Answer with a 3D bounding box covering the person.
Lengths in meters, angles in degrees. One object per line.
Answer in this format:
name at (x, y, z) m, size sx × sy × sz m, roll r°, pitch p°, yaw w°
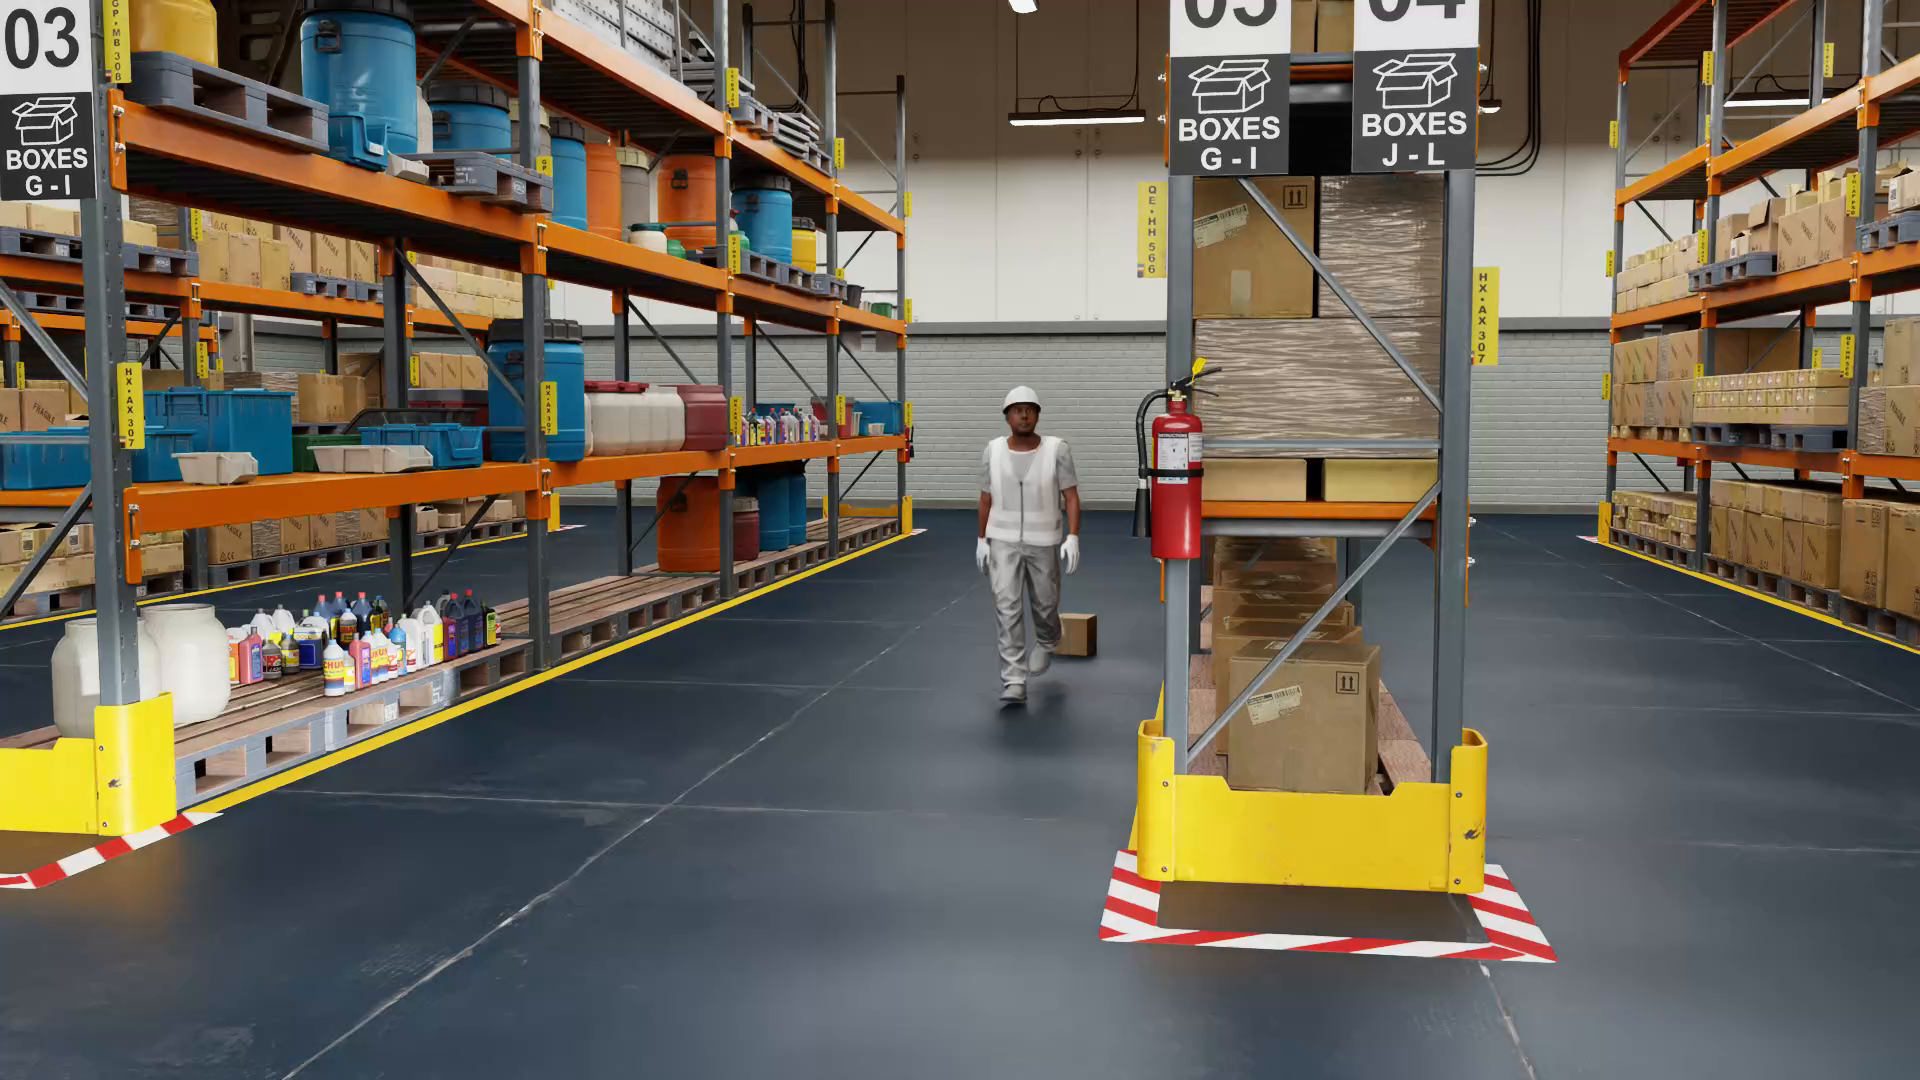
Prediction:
person at (0.382, 0.008, 9.401) m, size 0.602 × 1.746 × 0.931 m, roll 0°, pitch 4°, yaw 6°
